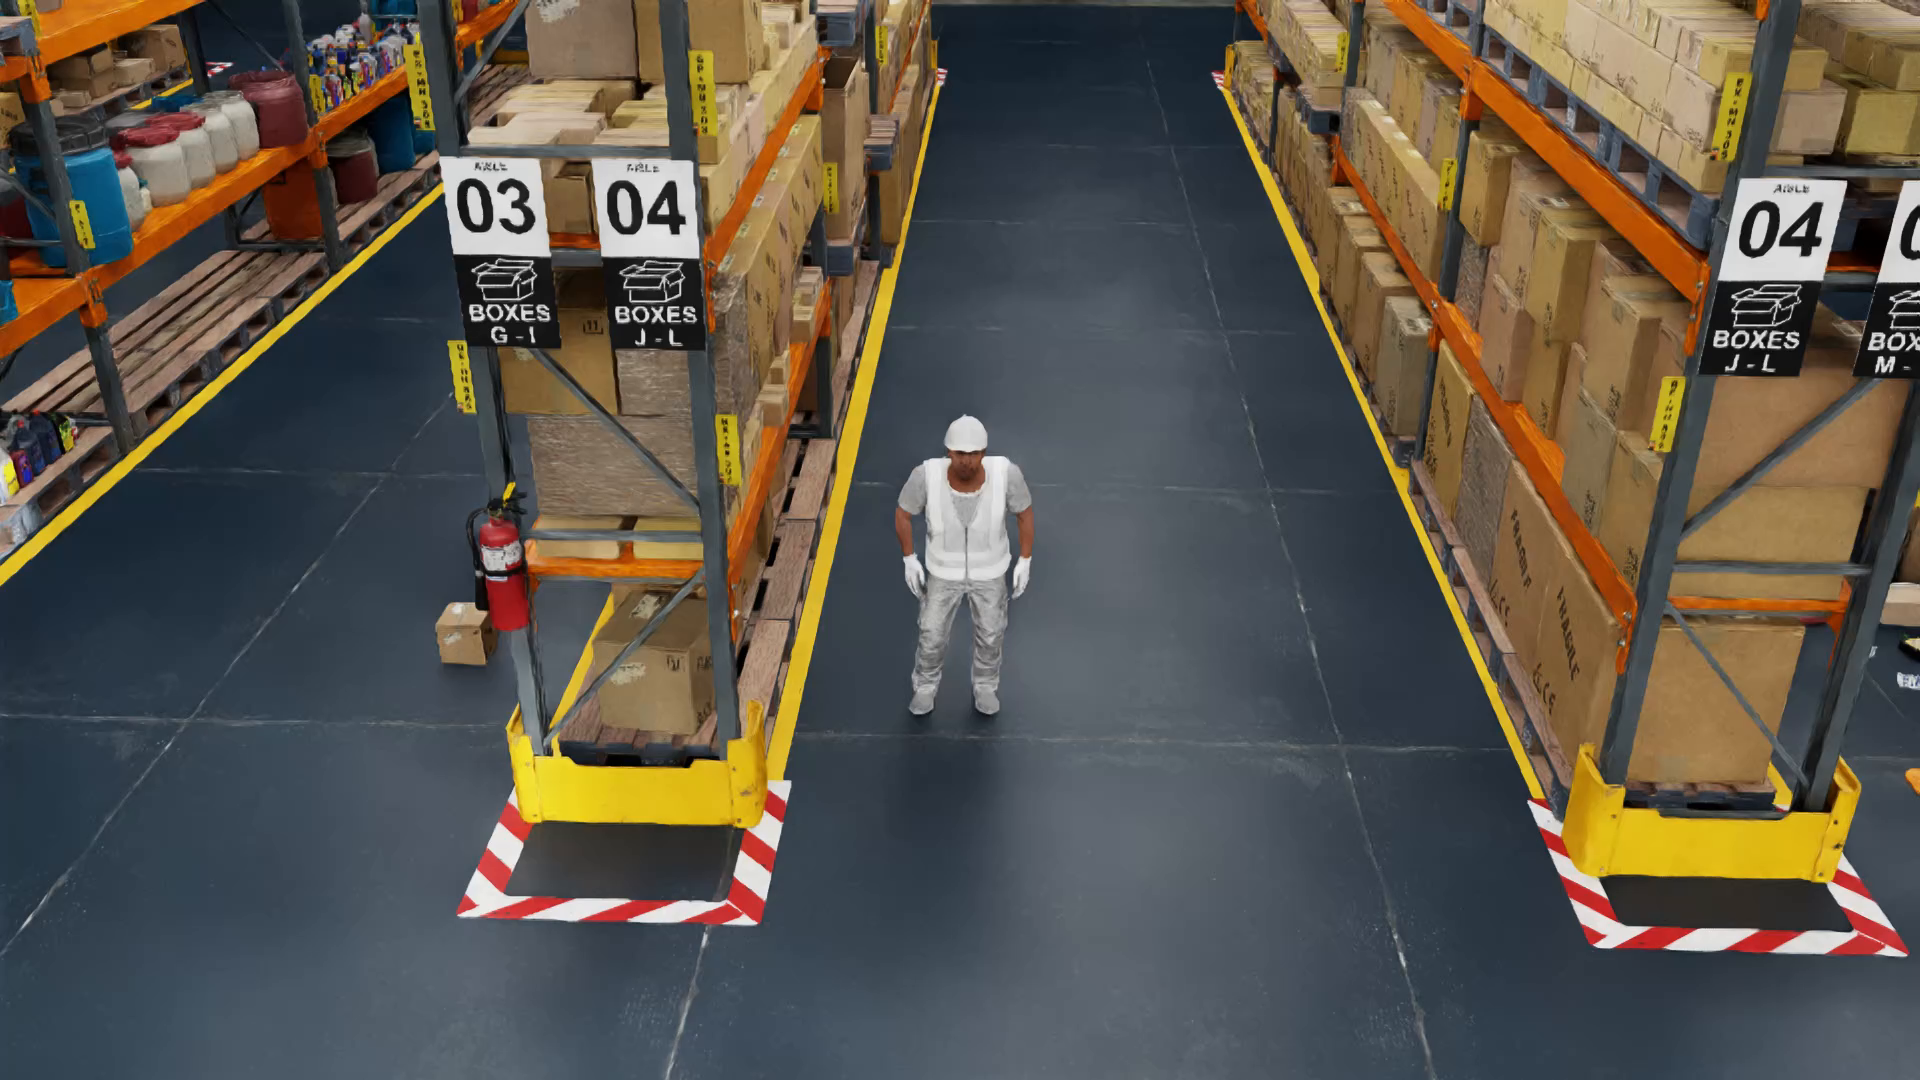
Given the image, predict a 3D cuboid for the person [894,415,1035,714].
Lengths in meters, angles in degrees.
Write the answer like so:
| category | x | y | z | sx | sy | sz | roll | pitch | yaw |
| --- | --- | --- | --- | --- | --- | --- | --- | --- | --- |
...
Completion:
| category | x | y | z | sx | sy | sz | roll | pitch | yaw |
| --- | --- | --- | --- | --- | --- | --- | --- | --- | --- |
| person | 0.022 | 0.147 | 8.359 | 0.698 | 1.743 | 0.521 | 0 | 28 | 0 |
